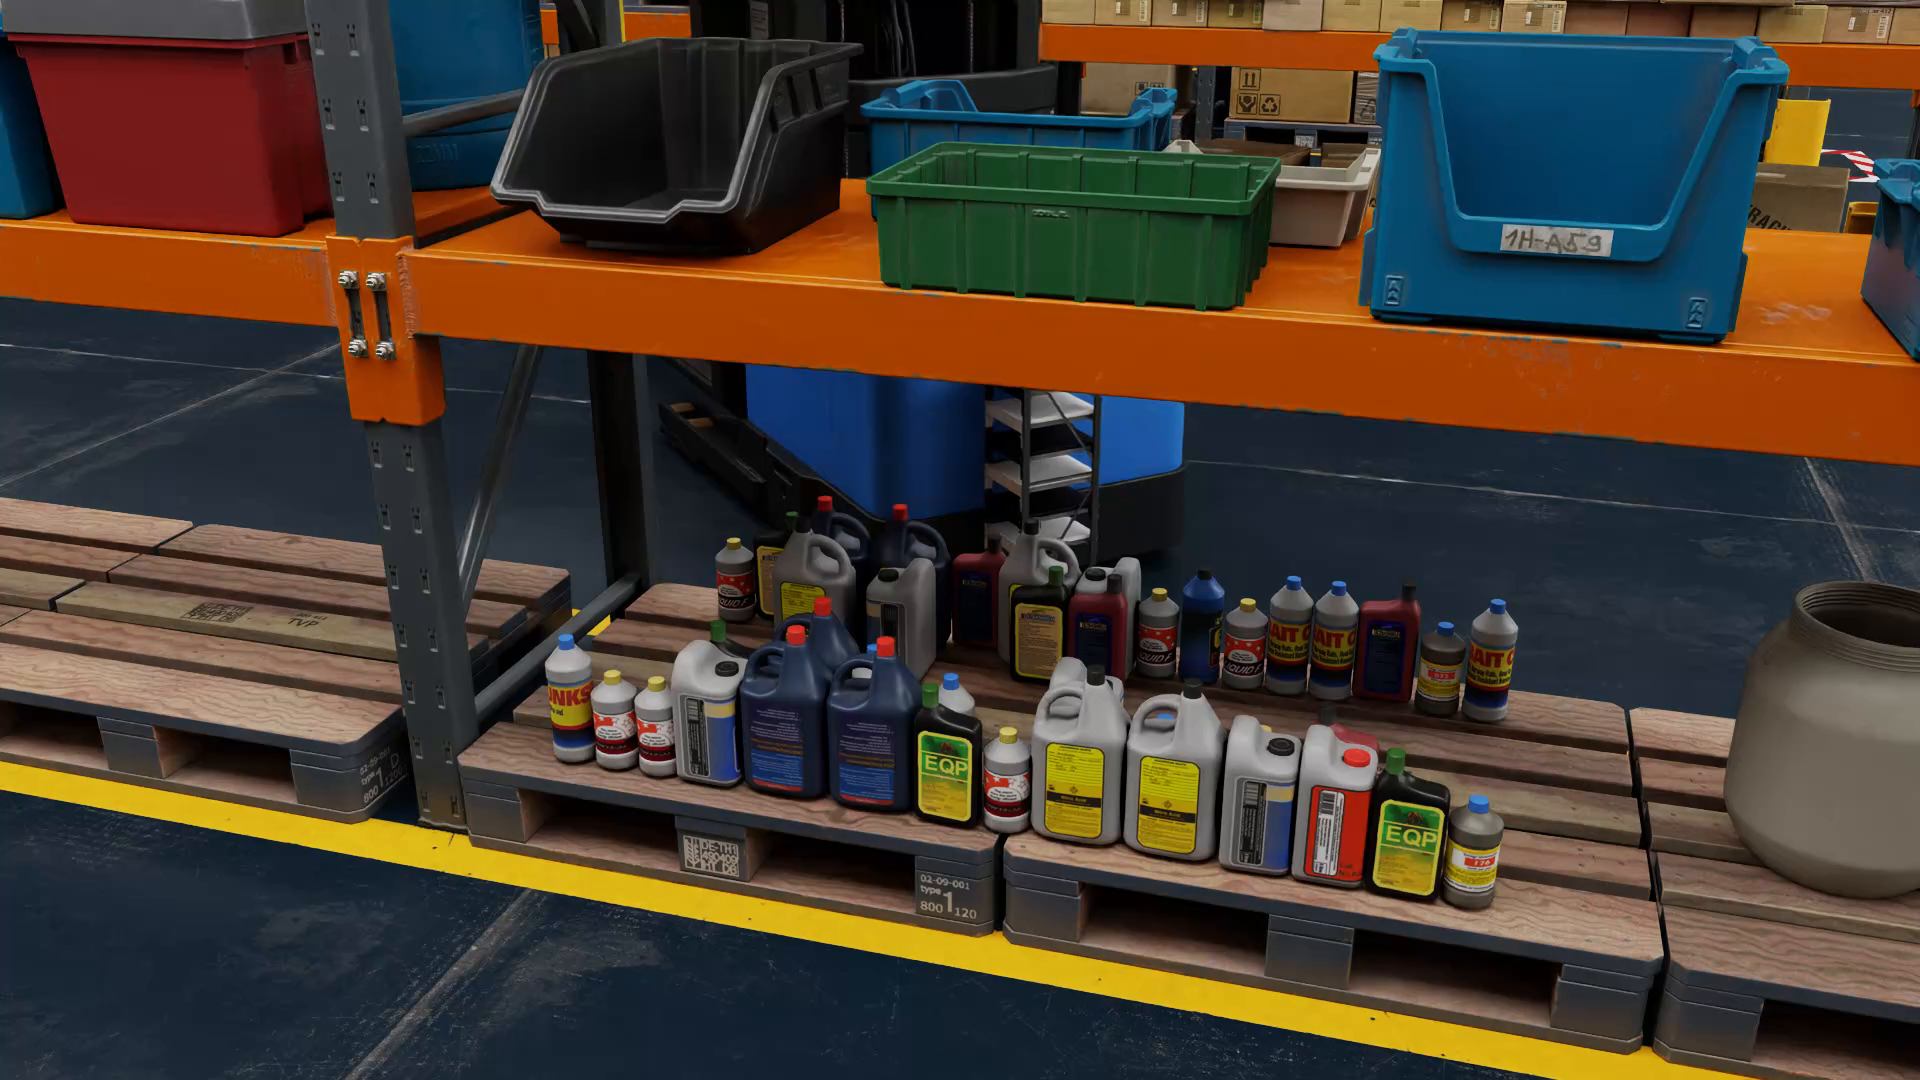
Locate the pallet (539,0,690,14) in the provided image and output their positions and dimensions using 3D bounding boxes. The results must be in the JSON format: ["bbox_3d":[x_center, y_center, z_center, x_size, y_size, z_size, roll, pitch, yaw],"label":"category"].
[{"bbox_3d":[-1.495,-2.871,8.570,1.213,0.211,1.003,7,23,16],"label":"pallet"}]

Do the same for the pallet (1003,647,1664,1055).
[{"bbox_3d":[0.799,0.588,3.559,1.213,0.211,1.003,7,23,16],"label":"pallet"}]

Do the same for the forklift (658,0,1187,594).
[{"bbox_3d":[-0.448,-1.700,5.552,1.130,2.935,3.031,-11,25,-26],"label":"forklift"}]

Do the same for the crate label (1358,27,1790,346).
[{"bbox_3d":[0.986,-0.605,2.747,0.616,0.435,0.502,7,23,16],"label":"crate label"}]

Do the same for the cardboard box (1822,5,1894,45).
[{"bbox_3d":[3.685,-2.153,6.897,0.250,0.149,0.380,7,23,16],"label":"cardboard box"}]

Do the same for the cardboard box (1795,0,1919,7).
[{"bbox_3d":[3.738,-2.539,6.984,0.500,0.500,0.875,7,23,16],"label":"cardboard box"}]

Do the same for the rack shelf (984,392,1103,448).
[{"bbox_3d":[0.225,-0.333,4.510,0.258,0.077,0.200,-11,25,-26],"label":"rack shelf"}]

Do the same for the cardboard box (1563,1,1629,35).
[{"bbox_3d":[2.723,-2.256,7.149,0.250,0.149,0.380,7,23,16],"label":"cardboard box"}]

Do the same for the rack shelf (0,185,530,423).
[{"bbox_3d":[-2.918,-0.810,4.241,4.000,0.370,1.077,7,23,16],"label":"rack shelf"}]

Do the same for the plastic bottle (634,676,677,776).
[{"bbox_3d":[-0.630,0.384,3.490,0.097,0.201,0.097,0,22,0],"label":"plastic bottle"}]

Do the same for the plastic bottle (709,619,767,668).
[{"bbox_3d":[-0.477,0.310,3.561,0.133,0.283,0.061,7,23,16],"label":"plastic bottle"}]

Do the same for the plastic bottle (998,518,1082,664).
[{"bbox_3d":[0.189,0.120,3.935,0.185,0.351,0.144,6,23,15],"label":"plastic bottle"}]

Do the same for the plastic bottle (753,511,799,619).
[{"bbox_3d":[-0.448,0.062,4.166,0.133,0.283,0.061,8,24,18],"label":"plastic bottle"}]

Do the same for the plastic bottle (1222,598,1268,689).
[{"bbox_3d":[0.662,0.234,3.854,0.097,0.201,0.097,0,22,0],"label":"plastic bottle"}]

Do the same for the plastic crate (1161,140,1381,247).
[{"bbox_3d":[0.624,-0.716,3.411,0.437,0.136,0.530,7,23,16],"label":"plastic crate"}]

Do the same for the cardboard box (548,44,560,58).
[{"bbox_3d":[-3.074,-4.026,13.874,0.500,0.500,0.500,8,23,18],"label":"cardboard box"}]

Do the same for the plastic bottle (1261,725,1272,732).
[{"bbox_3d":[0.593,0.463,3.295,0.097,0.201,0.097,0,22,0],"label":"plastic bottle"}]

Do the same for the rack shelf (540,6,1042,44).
[{"bbox_3d":[-1.488,-2.610,8.628,4.000,0.370,1.077,7,23,16],"label":"rack shelf"}]

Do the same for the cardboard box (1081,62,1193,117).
[{"bbox_3d":[1.336,-3.703,12.757,0.750,0.750,1.050,6,23,15],"label":"cardboard box"}]

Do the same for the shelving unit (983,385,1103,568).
[{"bbox_3d":[0.225,-0.197,4.566,0.258,0.900,0.210,-11,25,-26],"label":"shelving unit"}]

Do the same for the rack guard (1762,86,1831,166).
[{"bbox_3d":[5.809,-2.917,11.723,0.348,0.500,1.175,7,23,16],"label":"rack guard"}]

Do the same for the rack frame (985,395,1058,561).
[{"bbox_3d":[0.177,-0.232,4.649,0.240,0.900,0.006,-11,25,-26],"label":"rack frame"}]

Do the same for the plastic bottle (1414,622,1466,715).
[{"bbox_3d":[1.081,0.282,3.737,0.097,0.201,0.097,0,22,0],"label":"plastic bottle"}]

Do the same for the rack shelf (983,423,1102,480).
[{"bbox_3d":[0.225,-0.250,4.544,0.258,0.077,0.200,-11,25,-26],"label":"rack shelf"}]

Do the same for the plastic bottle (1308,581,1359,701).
[{"bbox_3d":[0.852,0.224,3.788,0.097,0.271,0.097,0,22,0],"label":"plastic bottle"}]

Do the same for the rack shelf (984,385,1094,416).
[{"bbox_3d":[0.225,-0.416,4.476,0.258,0.077,0.200,-11,25,-26],"label":"rack shelf"}]

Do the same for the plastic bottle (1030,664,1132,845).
[{"bbox_3d":[0.237,0.405,3.242,0.185,0.351,0.144,6,23,15],"label":"plastic bottle"}]

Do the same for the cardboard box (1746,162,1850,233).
[{"bbox_3d":[3.664,-1.397,7.465,0.500,0.500,0.500,11,25,25],"label":"cardboard box"}]

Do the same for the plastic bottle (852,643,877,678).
[{"bbox_3d":[-0.177,0.346,3.489,0.097,0.271,0.097,0,22,0],"label":"plastic bottle"}]

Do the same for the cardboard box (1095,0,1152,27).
[{"bbox_3d":[0.782,-2.442,7.603,0.250,0.149,0.380,7,23,16],"label":"cardboard box"}]

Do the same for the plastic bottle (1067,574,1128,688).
[{"bbox_3d":[0.314,0.209,3.806,0.133,0.283,0.061,7,23,16],"label":"plastic bottle"}]

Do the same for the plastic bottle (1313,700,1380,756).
[{"bbox_3d":[0.738,0.449,3.222,0.133,0.283,0.061,7,23,16],"label":"plastic bottle"}]

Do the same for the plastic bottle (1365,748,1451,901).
[{"bbox_3d":[0.824,0.519,3.051,0.133,0.283,0.061,7,23,17],"label":"plastic bottle"}]

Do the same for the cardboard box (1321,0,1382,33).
[{"bbox_3d":[1.750,-2.346,7.369,0.250,0.149,0.380,7,23,16],"label":"cardboard box"}]

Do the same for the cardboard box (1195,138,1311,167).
[{"bbox_3d":[1.349,-1.643,8.063,0.500,0.500,0.500,15,27,32],"label":"cardboard box"}]

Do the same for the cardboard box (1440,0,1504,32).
[{"bbox_3d":[2.239,-2.304,7.265,0.250,0.149,0.380,7,23,16],"label":"cardboard box"}]

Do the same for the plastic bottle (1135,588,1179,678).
[{"bbox_3d":[0.465,0.212,3.909,0.097,0.201,0.097,0,22,0],"label":"plastic bottle"}]

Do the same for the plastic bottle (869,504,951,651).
[{"bbox_3d":[-0.120,0.085,4.021,0.185,0.351,0.144,5,23,13],"label":"plastic bottle"}]

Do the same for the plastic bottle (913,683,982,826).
[{"bbox_3d":[-0.024,0.422,3.287,0.133,0.283,0.061,8,23,18],"label":"plastic bottle"}]

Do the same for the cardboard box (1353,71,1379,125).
[{"bbox_3d":[3.403,-3.534,12.179,0.875,0.875,0.875,7,23,16],"label":"cardboard box"}]

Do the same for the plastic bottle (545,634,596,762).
[{"bbox_3d":[-0.825,0.329,3.531,0.097,0.271,0.097,0,22,0],"label":"plastic bottle"}]

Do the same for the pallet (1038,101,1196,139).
[{"bbox_3d":[1.196,-3.282,12.992,1.213,0.211,1.003,7,23,16],"label":"pallet"}]

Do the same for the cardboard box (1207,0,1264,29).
[{"bbox_3d":[1.271,-2.401,7.502,0.250,0.149,0.380,7,23,16],"label":"cardboard box"}]

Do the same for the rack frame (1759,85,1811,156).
[{"bbox_3d":[5.786,-4.076,11.255,0.127,3.000,1.000,7,23,16],"label":"rack frame"}]

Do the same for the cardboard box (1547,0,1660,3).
[{"bbox_3d":[2.759,-2.621,7.183,0.500,0.500,0.875,7,23,16],"label":"cardboard box"}]

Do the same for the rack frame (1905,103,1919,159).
[{"bbox_3d":[4.257,-2.285,6.888,0.127,3.000,1.000,7,23,16],"label":"rack frame"}]

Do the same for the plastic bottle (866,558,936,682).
[{"bbox_3d":[-0.139,0.176,3.898,0.135,0.276,0.152,7,23,16],"label":"plastic bottle"}]

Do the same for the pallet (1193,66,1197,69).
[{"bbox_3d":[2.544,-5.119,17.471,1.213,0.211,1.003,7,23,16],"label":"pallet"}]

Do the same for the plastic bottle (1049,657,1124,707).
[{"bbox_3d":[0.256,0.383,3.394,0.135,0.276,0.152,7,23,16],"label":"plastic bottle"}]

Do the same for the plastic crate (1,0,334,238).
[{"bbox_3d":[-1.555,-0.896,3.416,0.583,0.464,0.402,7,23,16],"label":"plastic crate"}]

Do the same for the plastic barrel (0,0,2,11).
[{"bbox_3d":[-2.558,-1.252,4.190,0.433,0.535,0.433,0,22,0],"label":"plastic barrel"}]

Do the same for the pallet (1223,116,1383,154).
[{"bbox_3d":[2.662,-3.113,12.580,1.213,0.211,1.003,7,23,15],"label":"pallet"}]

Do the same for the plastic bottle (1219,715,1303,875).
[{"bbox_3d":[0.575,0.476,3.166,0.135,0.276,0.152,6,23,14],"label":"plastic bottle"}]

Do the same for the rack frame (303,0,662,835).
[{"bbox_3d":[-1.003,-0.924,3.570,0.127,3.000,1.000,7,23,16],"label":"rack frame"}]

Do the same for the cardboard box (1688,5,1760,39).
[{"bbox_3d":[3.196,-2.194,6.998,0.250,0.149,0.380,7,23,16],"label":"cardboard box"}]

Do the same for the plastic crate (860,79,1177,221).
[{"bbox_3d":[0.135,-0.833,3.543,0.616,0.251,0.499,7,23,16],"label":"plastic crate"}]

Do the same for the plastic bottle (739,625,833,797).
[{"bbox_3d":[-0.351,0.337,3.406,0.185,0.351,0.144,7,23,17],"label":"plastic bottle"}]
